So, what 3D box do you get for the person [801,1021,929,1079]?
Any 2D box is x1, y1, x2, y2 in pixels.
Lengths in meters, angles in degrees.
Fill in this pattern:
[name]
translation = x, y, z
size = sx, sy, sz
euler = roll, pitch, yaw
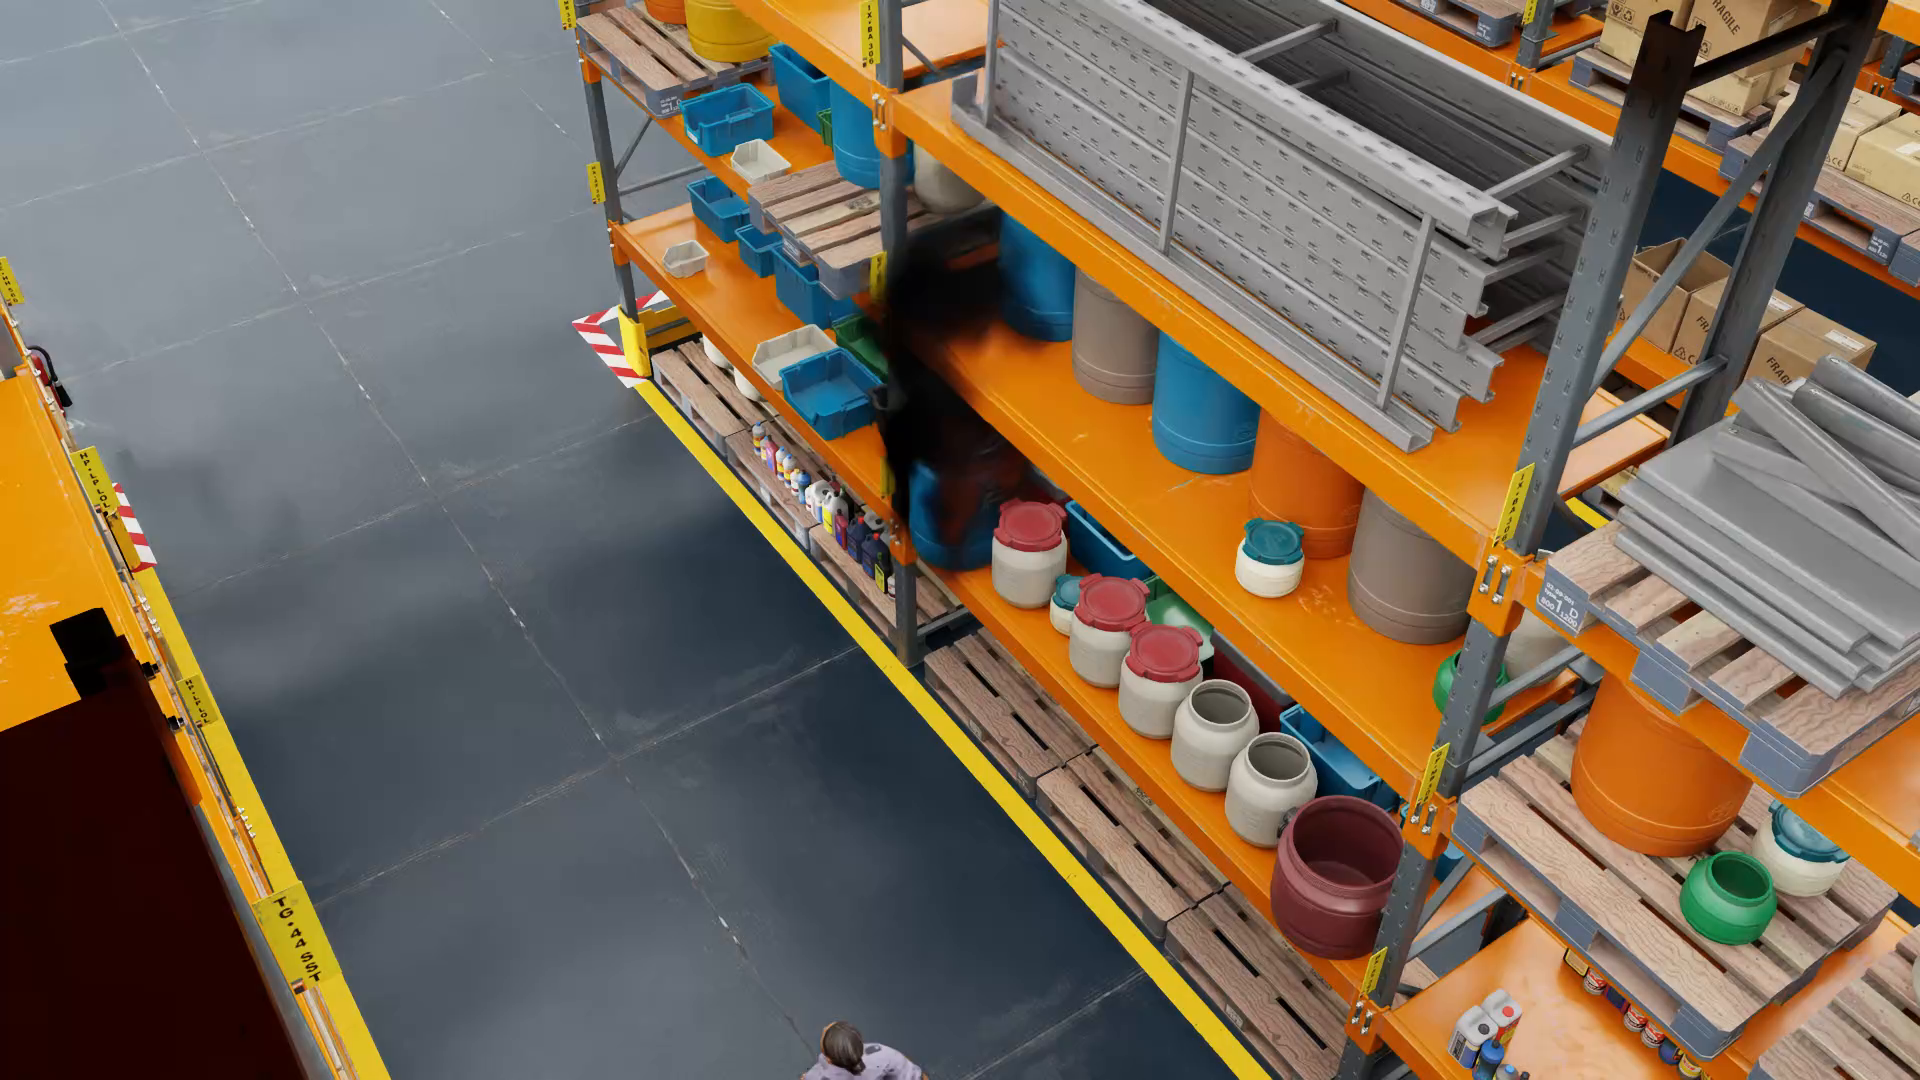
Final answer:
[person]
translation = -0.474, 2.666, 7.433
size = 0.617, 1.624, 0.837
euler = -30, 50, -28
